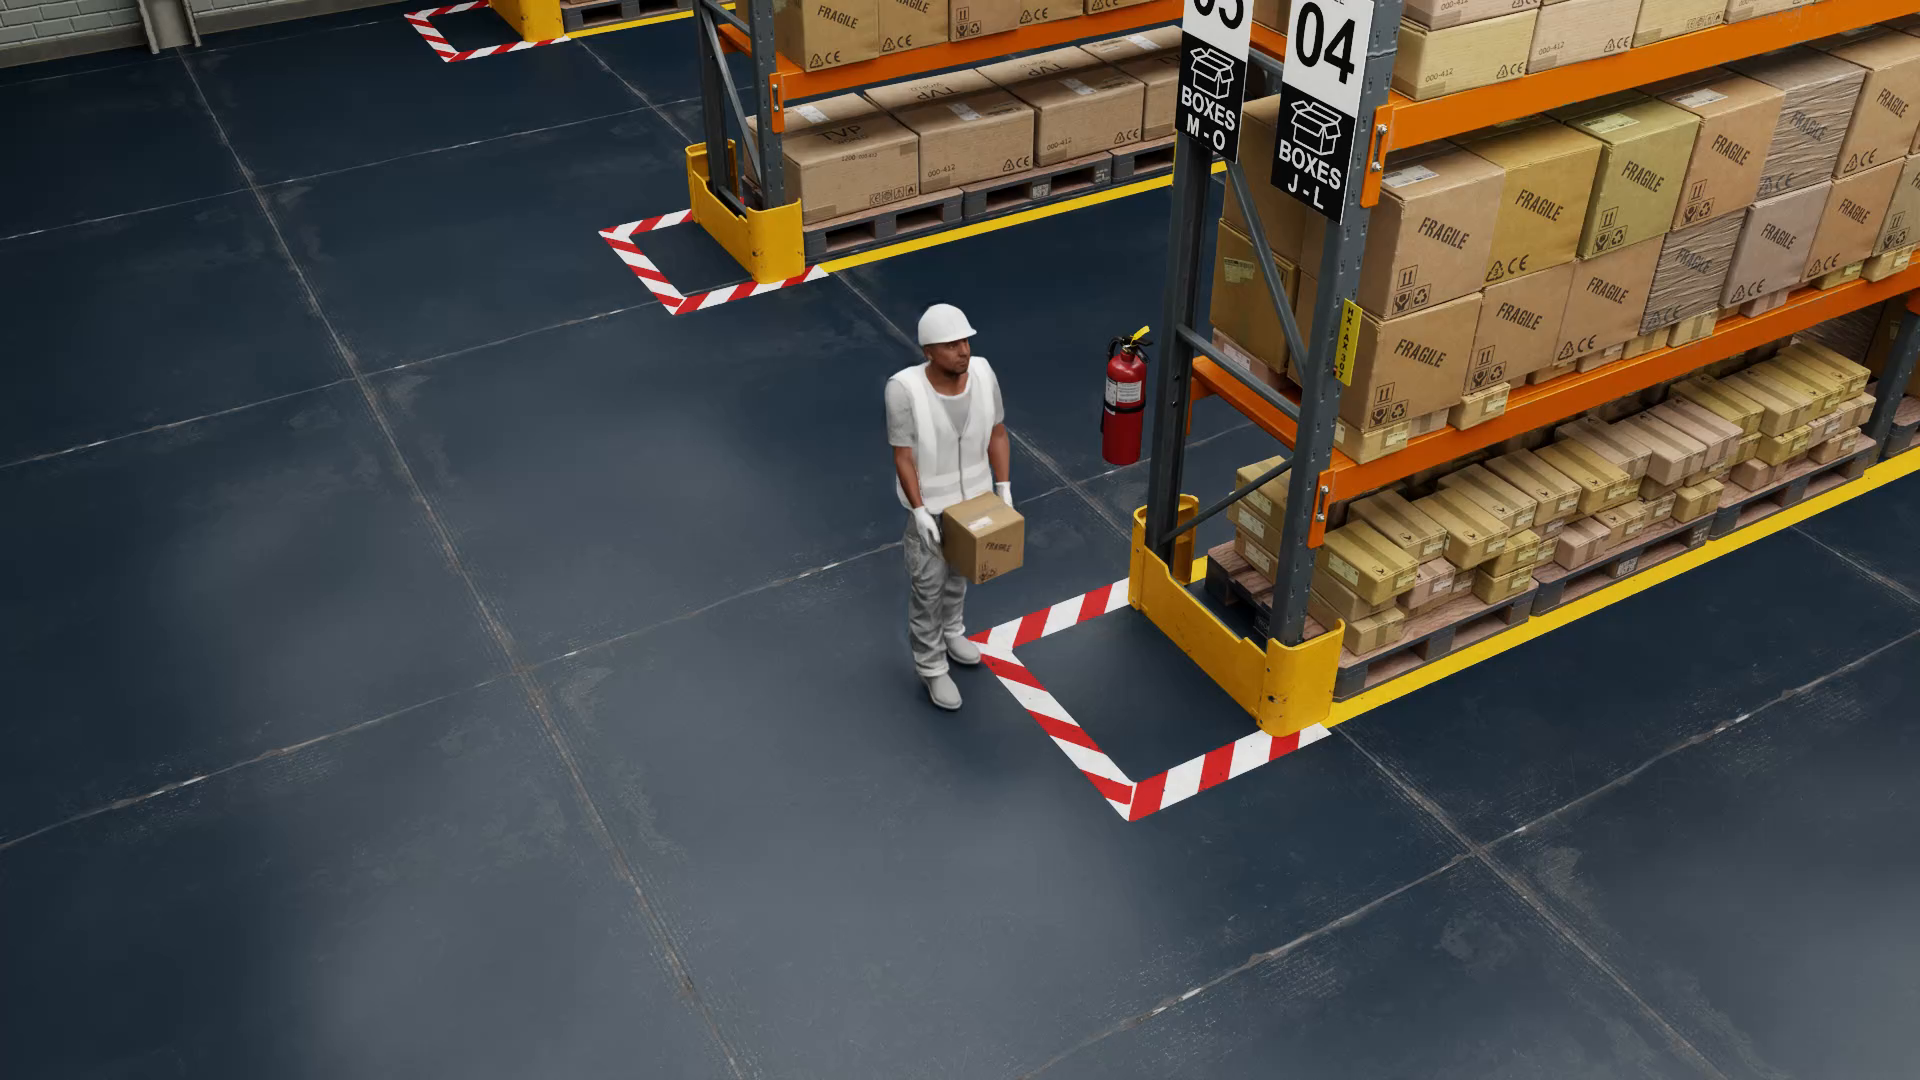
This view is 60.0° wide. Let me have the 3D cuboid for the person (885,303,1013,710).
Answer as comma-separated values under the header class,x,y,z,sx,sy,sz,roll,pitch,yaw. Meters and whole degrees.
class,x,y,z,sx,sy,sz,roll,pitch,yaw
person,0.001,-0.148,7.095,0.540,1.785,0.551,-21,41,-25
